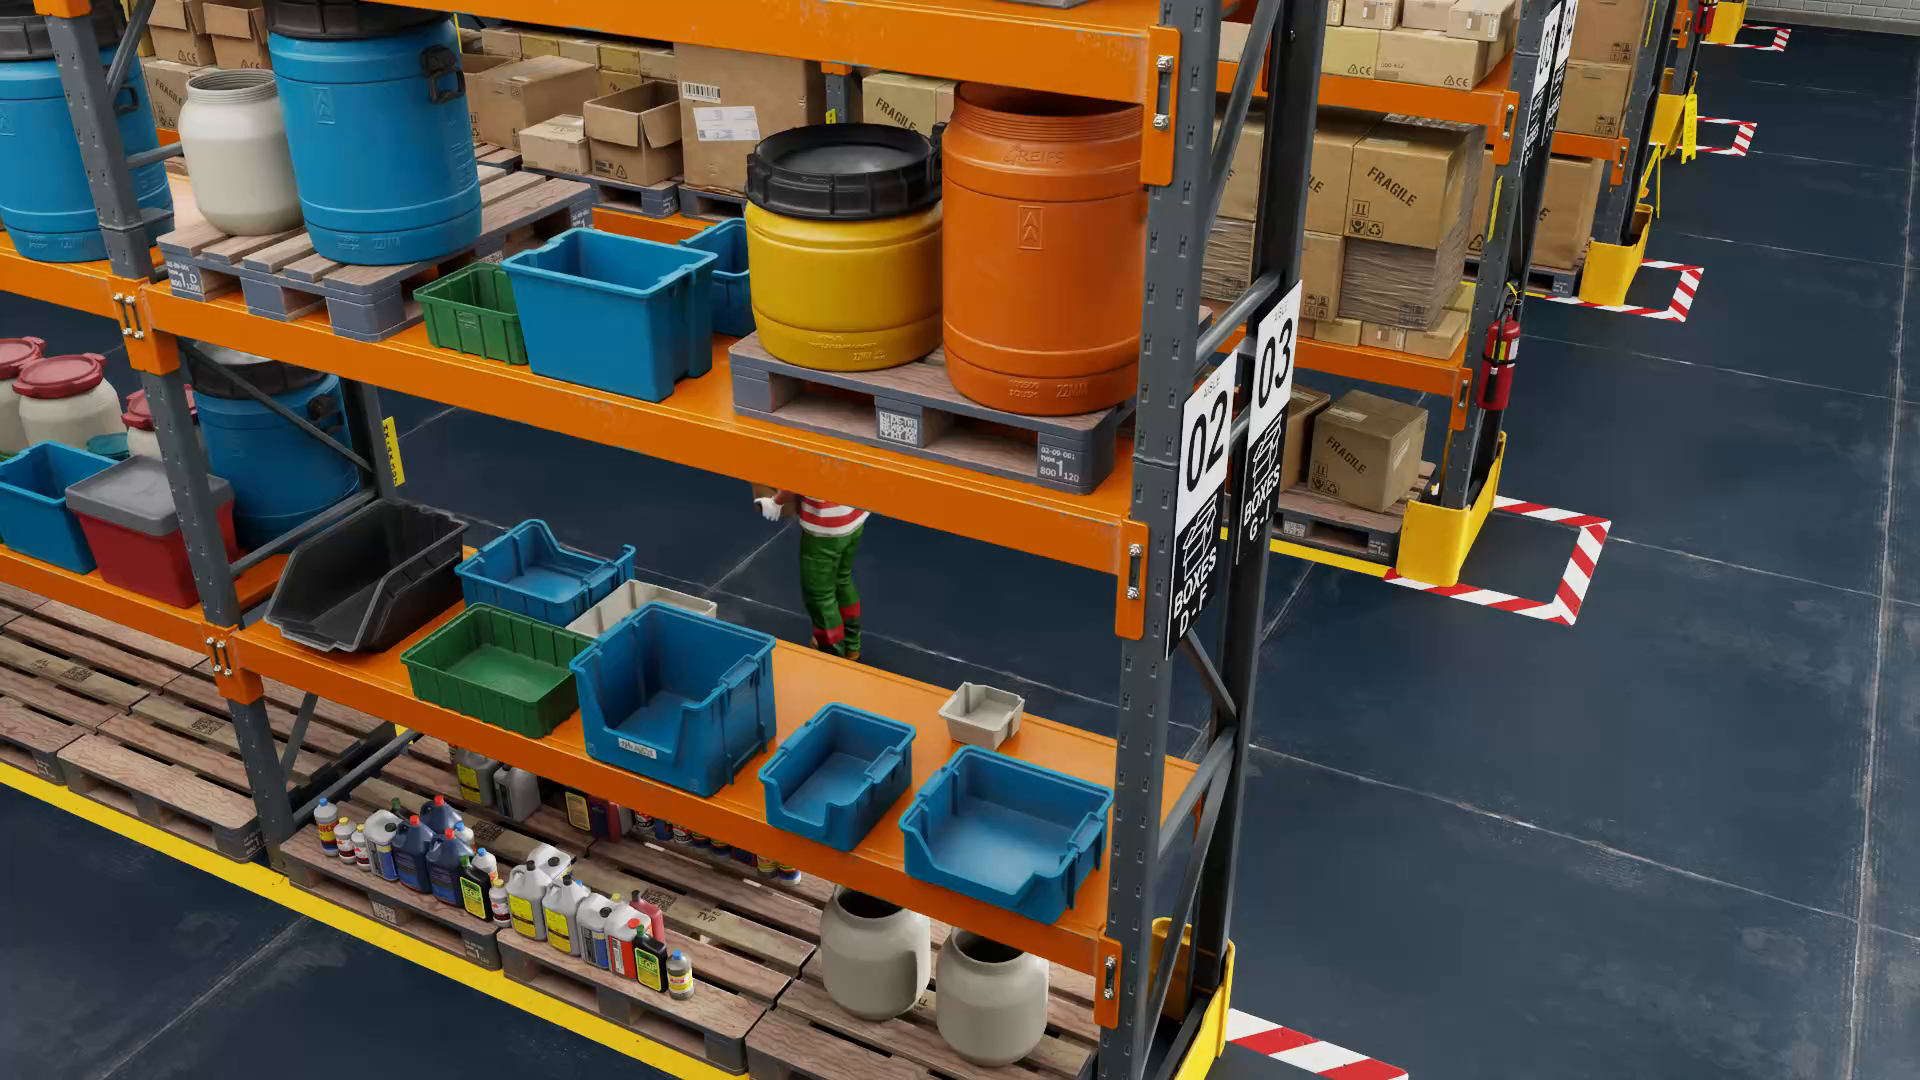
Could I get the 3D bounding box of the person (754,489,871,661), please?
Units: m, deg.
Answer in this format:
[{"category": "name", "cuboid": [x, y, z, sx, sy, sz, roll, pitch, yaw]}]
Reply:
[{"category": "person", "cuboid": [-0.737, -0.109, 8.467, 0.572, 1.782, 0.493, 14, 33, 24]}]
